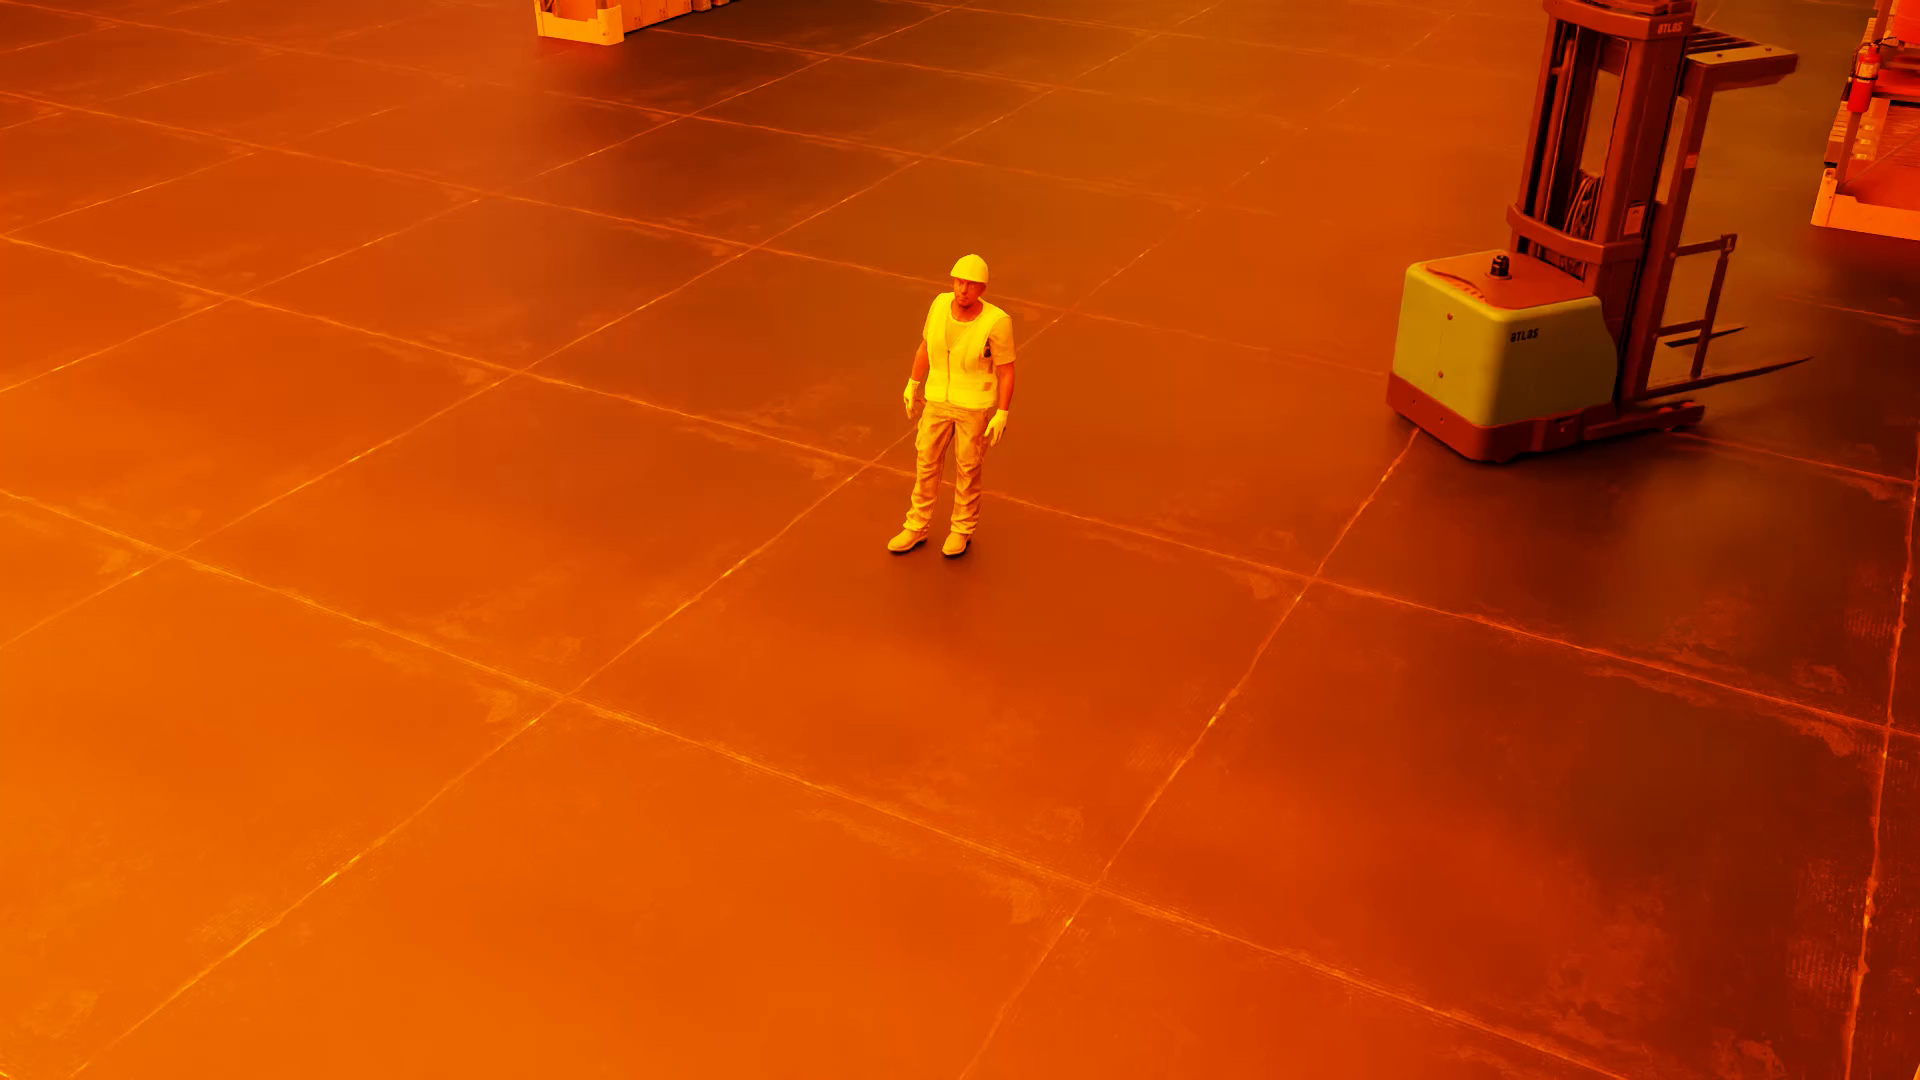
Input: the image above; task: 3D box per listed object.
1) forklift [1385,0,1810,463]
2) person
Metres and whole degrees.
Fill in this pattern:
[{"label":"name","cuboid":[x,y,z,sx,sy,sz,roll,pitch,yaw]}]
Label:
[{"label":"forklift","cuboid":[4.513,-2.235,10.943,3.031,2.935,1.130,-12,32,-19]},{"label":"person","cuboid":[-0.043,-0.750,9.503,0.656,1.782,0.577,15,33,25]}]
